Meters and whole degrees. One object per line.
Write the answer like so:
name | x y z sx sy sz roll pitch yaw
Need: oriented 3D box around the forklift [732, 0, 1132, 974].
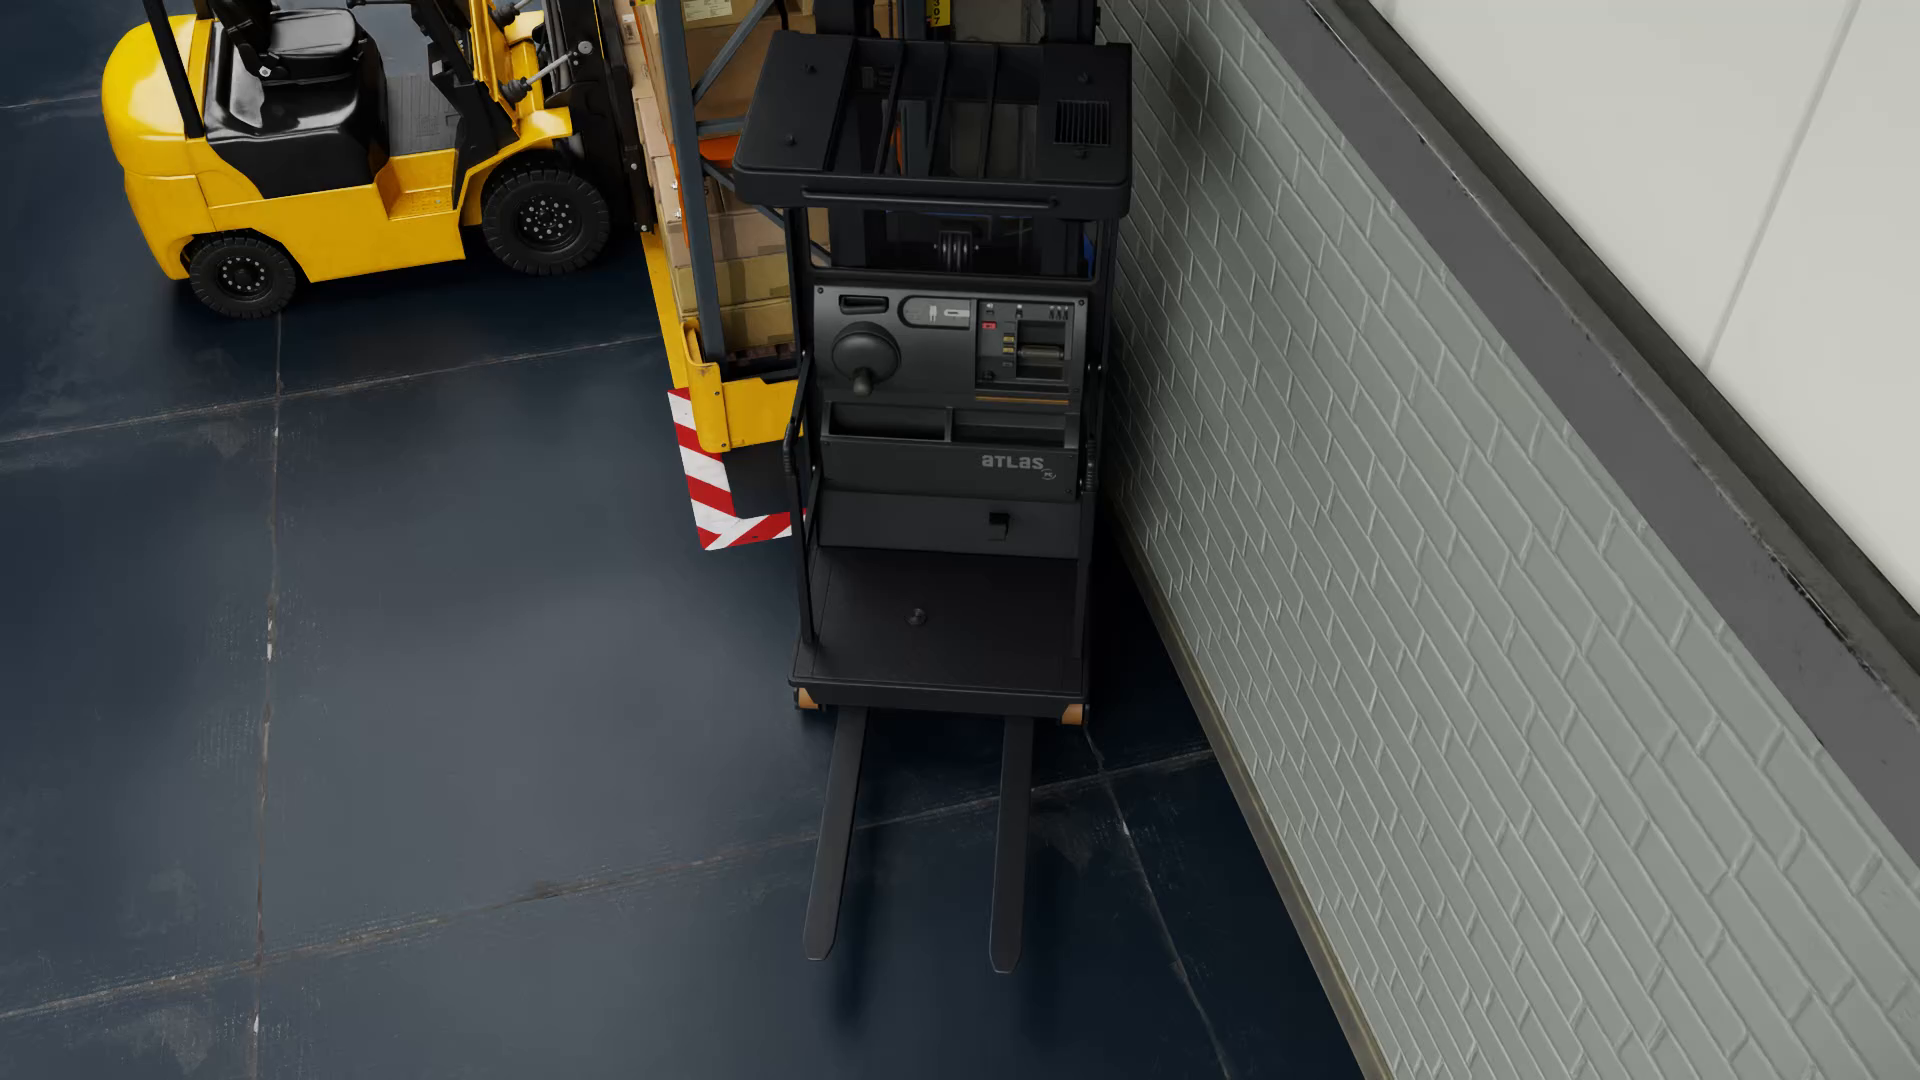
forklift | -0.048 -0.578 5.515 1.130 2.935 3.031 3 46 3

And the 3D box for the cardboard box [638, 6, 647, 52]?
cardboard box | -1.129 -2.353 7.137 0.500 0.500 0.500 -9 46 -9

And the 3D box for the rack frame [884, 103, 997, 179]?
rack frame | -0.099 -1.417 7.297 0.500 1.500 0.032 -16 50 -18

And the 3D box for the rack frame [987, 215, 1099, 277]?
rack frame | 0.309 -0.730 6.669 0.500 1.500 0.032 -16 50 -18

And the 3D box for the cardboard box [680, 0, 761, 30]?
cardboard box | -0.985 -2.117 6.451 0.380 0.149 0.250 -10 46 -10

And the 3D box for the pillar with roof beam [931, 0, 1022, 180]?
pillar with roof beam | -4.094 -3.625 4.253 9.100 9.000 0.400 -11 47 -10

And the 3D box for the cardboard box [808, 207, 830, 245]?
cardboard box | -0.565 -1.568 7.368 0.500 0.250 0.500 -11 47 -11

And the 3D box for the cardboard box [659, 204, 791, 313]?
cardboard box | -1.052 -1.305 7.461 0.500 0.250 0.500 -11 47 -11

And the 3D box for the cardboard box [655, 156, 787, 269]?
cardboard box | -1.045 -1.462 7.265 0.500 0.250 0.500 -9 46 -9

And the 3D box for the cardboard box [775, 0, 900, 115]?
cardboard box | -0.484 -2.095 6.883 0.500 0.500 0.500 -9 46 -9

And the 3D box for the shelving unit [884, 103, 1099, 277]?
shelving unit | 0.102 -1.079 6.989 0.587 1.500 1.083 -16 50 -18

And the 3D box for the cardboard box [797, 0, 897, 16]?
cardboard box | -0.461 -2.210 6.543 0.380 0.149 0.250 -12 47 -11

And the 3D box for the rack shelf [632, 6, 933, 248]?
rack shelf | -1.137 -2.796 8.144 1.077 0.370 4.000 -11 47 -10

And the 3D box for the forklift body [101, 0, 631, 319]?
forklift body | -2.874 -2.345 7.793 2.313 2.155 1.214 -11 47 -10

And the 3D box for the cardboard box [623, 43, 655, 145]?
cardboard box | -1.320 -2.160 7.949 0.500 0.250 0.500 -10 46 -10

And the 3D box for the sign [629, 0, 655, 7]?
sign | -1.153 -2.065 5.948 0.100 0.325 0.005 -11 47 -10

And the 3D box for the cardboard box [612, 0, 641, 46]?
cardboard box | -1.442 -2.512 8.293 0.500 0.250 0.500 -12 47 -11

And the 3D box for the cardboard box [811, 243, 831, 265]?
cardboard box | -0.545 -1.389 7.543 0.500 0.250 0.500 -10 46 -10

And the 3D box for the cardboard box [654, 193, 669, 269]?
cardboard box | -1.169 -1.463 7.966 0.500 0.250 0.500 -11 47 -10

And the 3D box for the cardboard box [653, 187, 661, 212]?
cardboard box | -1.170 -1.654 7.802 0.500 0.250 0.500 -11 47 -11

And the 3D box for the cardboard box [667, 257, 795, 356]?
cardboard box | -1.051 -1.118 7.627 0.500 0.250 0.500 -10 46 -10

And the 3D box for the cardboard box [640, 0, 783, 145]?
cardboard box | -1.005 -1.994 6.784 0.500 0.500 0.500 -12 47 -11

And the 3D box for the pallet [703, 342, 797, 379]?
pallet | -0.862 -1.211 8.040 1.003 0.211 1.213 -11 47 -10

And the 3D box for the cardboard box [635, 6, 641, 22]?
cardboard box | -1.261 -2.707 7.484 0.500 0.500 0.500 -12 47 -11

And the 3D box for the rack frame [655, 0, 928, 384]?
rack frame | -0.625 -1.667 6.534 1.000 3.000 0.127 -11 47 -10

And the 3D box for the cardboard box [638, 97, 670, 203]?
cardboard box | -1.181 -1.814 7.609 0.500 0.250 0.500 -10 46 -10

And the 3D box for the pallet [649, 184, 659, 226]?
pallet | -1.170 -2.052 8.864 1.003 0.211 1.213 -11 47 -10

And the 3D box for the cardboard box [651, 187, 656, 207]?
cardboard box | -1.289 -1.810 8.306 0.500 0.250 0.500 -10 46 -10

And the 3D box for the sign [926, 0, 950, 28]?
sign | -0.087 -2.095 6.292 0.100 0.325 0.005 -11 47 -10

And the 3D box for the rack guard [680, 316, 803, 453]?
rack guard | -0.619 -0.775 7.411 1.175 0.500 0.348 -11 47 -10

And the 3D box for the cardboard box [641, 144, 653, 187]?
cardboard box | -1.323 -2.006 8.148 0.500 0.250 0.500 -12 47 -11
